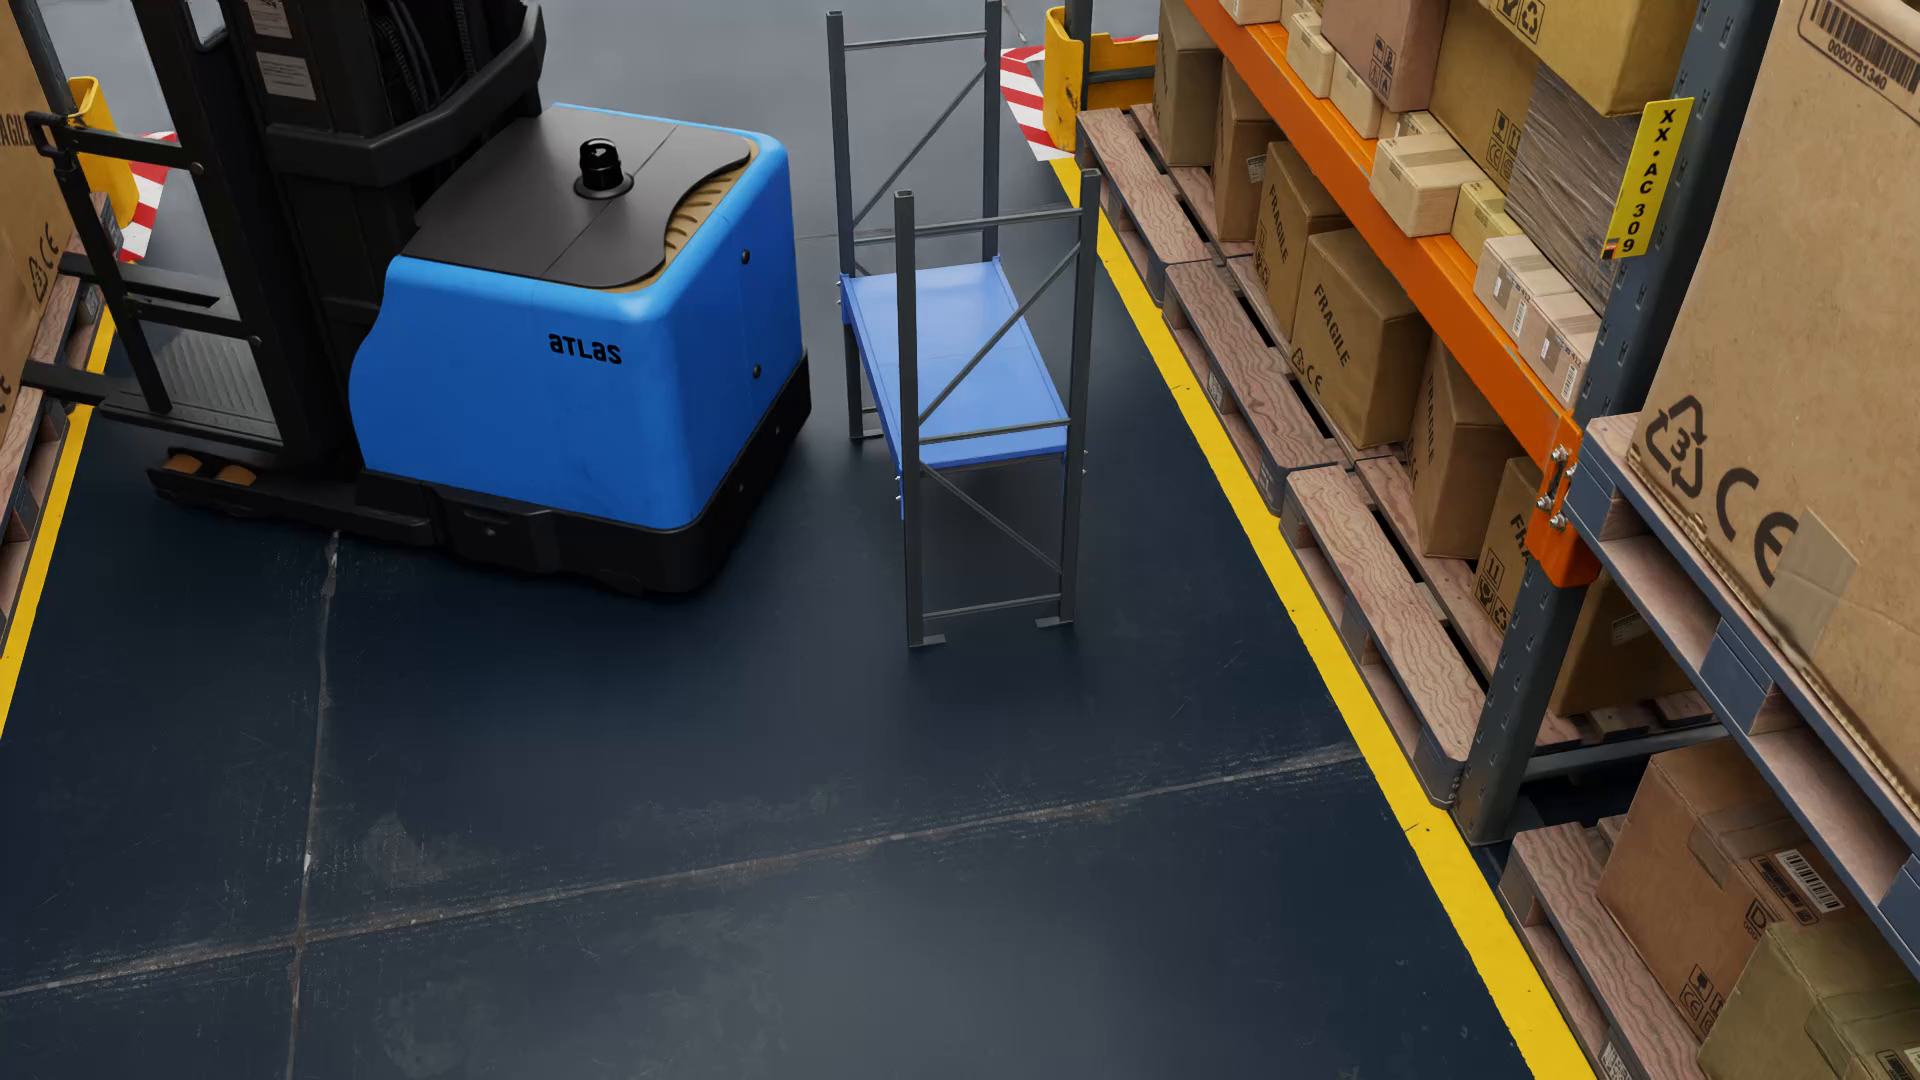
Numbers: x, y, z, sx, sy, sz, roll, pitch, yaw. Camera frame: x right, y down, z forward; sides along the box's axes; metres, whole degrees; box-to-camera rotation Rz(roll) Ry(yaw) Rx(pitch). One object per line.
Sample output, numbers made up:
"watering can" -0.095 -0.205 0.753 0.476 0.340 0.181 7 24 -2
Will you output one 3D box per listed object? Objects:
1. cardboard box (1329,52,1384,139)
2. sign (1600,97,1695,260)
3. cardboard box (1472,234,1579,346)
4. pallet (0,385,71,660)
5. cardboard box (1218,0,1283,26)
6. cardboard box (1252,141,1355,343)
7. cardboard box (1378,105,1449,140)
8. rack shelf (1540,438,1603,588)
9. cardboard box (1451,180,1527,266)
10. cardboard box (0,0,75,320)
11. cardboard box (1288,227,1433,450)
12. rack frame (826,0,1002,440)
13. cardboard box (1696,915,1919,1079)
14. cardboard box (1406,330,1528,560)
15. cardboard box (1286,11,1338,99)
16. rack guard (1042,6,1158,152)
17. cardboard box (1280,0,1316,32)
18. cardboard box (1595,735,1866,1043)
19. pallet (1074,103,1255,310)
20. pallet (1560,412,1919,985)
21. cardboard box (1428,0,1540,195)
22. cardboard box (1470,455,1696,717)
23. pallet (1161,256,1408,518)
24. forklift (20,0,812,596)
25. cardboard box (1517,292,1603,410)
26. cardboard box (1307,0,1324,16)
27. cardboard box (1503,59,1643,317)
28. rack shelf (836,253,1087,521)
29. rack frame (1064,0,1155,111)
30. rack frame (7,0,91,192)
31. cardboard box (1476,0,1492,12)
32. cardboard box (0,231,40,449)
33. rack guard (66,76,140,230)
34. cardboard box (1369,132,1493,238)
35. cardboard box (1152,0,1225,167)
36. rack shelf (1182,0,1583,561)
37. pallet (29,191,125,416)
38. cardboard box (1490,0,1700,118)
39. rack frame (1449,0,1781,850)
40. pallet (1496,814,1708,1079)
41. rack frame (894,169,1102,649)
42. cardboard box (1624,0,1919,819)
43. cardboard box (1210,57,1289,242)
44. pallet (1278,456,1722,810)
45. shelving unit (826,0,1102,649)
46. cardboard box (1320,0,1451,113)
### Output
"cardboard box" 1.251 -1.247 4.584 0.380 0.149 0.250 -8 42 -9
"sign" 1.277 -0.667 3.090 0.100 0.325 0.005 -8 42 -9
"cardboard box" 1.427 -0.593 3.847 0.380 0.149 0.250 -8 42 -9
"pallet" -3.414 -0.034 5.130 1.003 0.211 1.213 -8 42 -9
"cardboard box" 1.000 -1.720 5.117 0.380 0.149 0.250 -8 42 -9
"cardboard box" 1.340 -1.043 5.732 0.500 0.500 0.500 -5 42 -5
"cardboard box" 1.344 -1.090 4.408 0.380 0.149 0.250 -8 42 -9
"rack shelf" 2.237 1.139 2.249 1.077 0.370 4.000 -8 42 -9
"cardboard box" 1.432 -0.763 4.040 0.380 0.149 0.250 -8 42 -9
"cardboard box" -3.712 -1.306 5.746 0.875 0.875 0.875 -8 42 -9
"cardboard box" 1.417 -0.675 5.317 0.500 0.500 0.500 -12 43 -13
"rack frame" -0.128 -0.946 5.186 0.500 1.500 0.032 -8 42 -9
"cardboard box" 2.002 1.057 3.351 0.700 0.500 0.500 -9 42 -10
"cardboard box" 1.627 -0.283 4.876 0.500 0.500 0.500 4 42 4
"cardboard box" 1.163 -1.404 4.761 0.380 0.149 0.250 -8 42 -9
"rack guard" 0.959 -2.035 7.166 1.175 0.500 0.348 -8 42 -9
"cardboard box" 1.184 -1.577 4.956 0.380 0.149 0.250 -8 42 -9
"cardboard box" 1.917 0.745 3.702 0.700 0.500 0.500 -11 43 -13
"pallet" 1.099 -1.395 6.663 1.003 0.211 1.213 -8 42 -9
"pallet" 1.829 0.162 2.952 1.003 0.211 1.213 -8 42 -9
"cardboard box" 1.695 -1.204 4.048 0.875 0.500 0.500 -8 42 -9
"cardboard box" 1.758 0.087 4.459 0.500 0.500 0.500 -10 42 -11
"pallet" 1.359 -0.606 5.773 1.003 0.211 1.213 -8 42 -9
"forklift" -2.079 -1.492 4.723 3.031 2.935 1.130 11 43 13
"cardboard box" 1.472 -0.429 3.663 0.380 0.149 0.250 -8 42 -9
"cardboard box" 1.421 -1.844 4.768 0.875 0.500 0.500 -8 42 -9
"cardboard box" 1.769 -0.875 3.677 0.875 0.500 0.500 -8 42 -9
"rack shelf" -0.018 -0.482 4.934 0.538 0.185 1.000 -8 42 -9
"rack frame" 0.942 -3.019 6.391 1.000 3.000 0.127 -8 42 -9
"rack frame" -3.923 -2.374 5.664 1.000 3.000 0.127 -8 42 -9
"cardboard box" 1.331 -1.525 3.656 0.500 0.500 0.500 -8 42 -9
"cardboard box" -3.520 -0.736 5.104 0.875 0.875 0.875 -9 42 -10
"rack guard" -3.928 -1.454 6.512 1.175 0.500 0.348 -8 42 -9
"cardboard box" 1.269 -0.909 4.204 0.380 0.149 0.250 -8 42 -9
"cardboard box" 1.061 -1.834 6.623 0.500 0.500 0.500 -1 42 -1
"rack shelf" 1.374 -1.453 5.170 1.077 0.370 4.000 -8 42 -9
"pallet" -3.674 -0.824 6.019 1.003 0.211 1.213 -8 42 -9
"cardboard box" 1.440 -1.201 3.291 0.500 0.500 0.500 -8 42 -9
"rack frame" 1.806 -0.426 3.470 1.000 3.000 0.127 -8 42 -9
"pallet" 1.975 1.121 3.828 1.003 0.211 1.213 -8 42 -9
"rack frame" 0.091 -0.287 4.443 0.500 1.500 0.032 -8 42 -9
"cardboard box" 1.840 -0.272 2.529 1.000 1.000 1.000 -8 42 -9
"cardboard box" 1.223 -1.451 6.192 0.500 0.500 0.500 2 42 2
"pallet" 1.626 0.187 4.881 1.003 0.211 1.213 -8 42 -9
"shelving unit" -0.018 -0.616 4.814 0.538 1.500 1.048 -8 42 -9
"cardboard box" 1.489 -1.514 4.397 0.875 0.500 0.500 -8 42 -9
